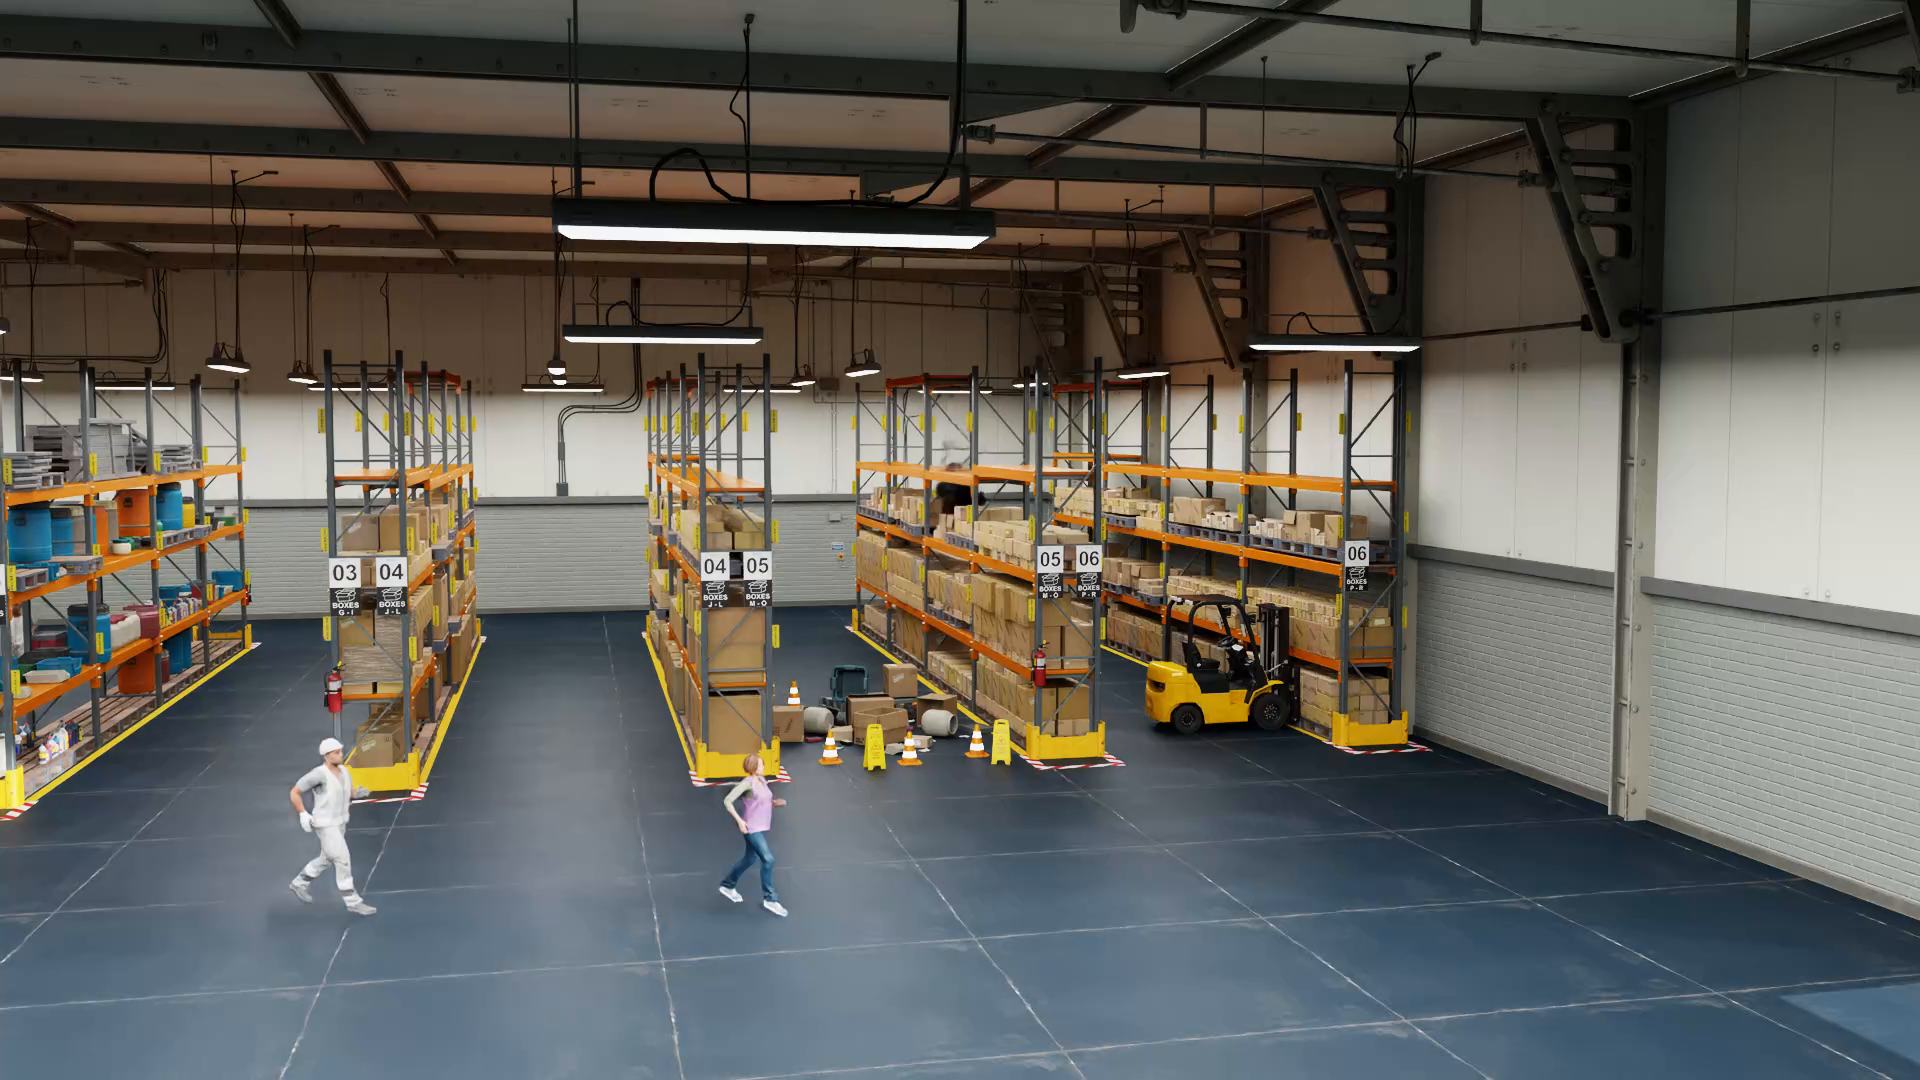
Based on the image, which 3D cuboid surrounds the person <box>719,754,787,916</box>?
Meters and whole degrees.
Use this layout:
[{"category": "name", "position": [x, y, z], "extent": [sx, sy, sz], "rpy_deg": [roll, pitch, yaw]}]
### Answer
[{"category": "person", "position": [-2.127, 3.004, 17.052], "extent": [0.783, 1.627, 0.518], "rpy_deg": [1, 4, 13]}]

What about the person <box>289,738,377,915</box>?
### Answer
[{"category": "person", "position": [-6.414, 2.895, 16.913], "extent": [1.004, 1.777, 0.662], "rpy_deg": [1, 4, 11]}]

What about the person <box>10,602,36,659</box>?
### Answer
[{"category": "person", "position": [-17.710, 1.968, 31.225], "extent": [0.659, 1.762, 0.804], "rpy_deg": [-2, 5, -28]}]

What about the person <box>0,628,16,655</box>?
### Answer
[{"category": "person", "position": [-17.225, 2.114, 29.805], "extent": [0.541, 1.574, 0.867], "rpy_deg": [-2, 5, -28]}]
